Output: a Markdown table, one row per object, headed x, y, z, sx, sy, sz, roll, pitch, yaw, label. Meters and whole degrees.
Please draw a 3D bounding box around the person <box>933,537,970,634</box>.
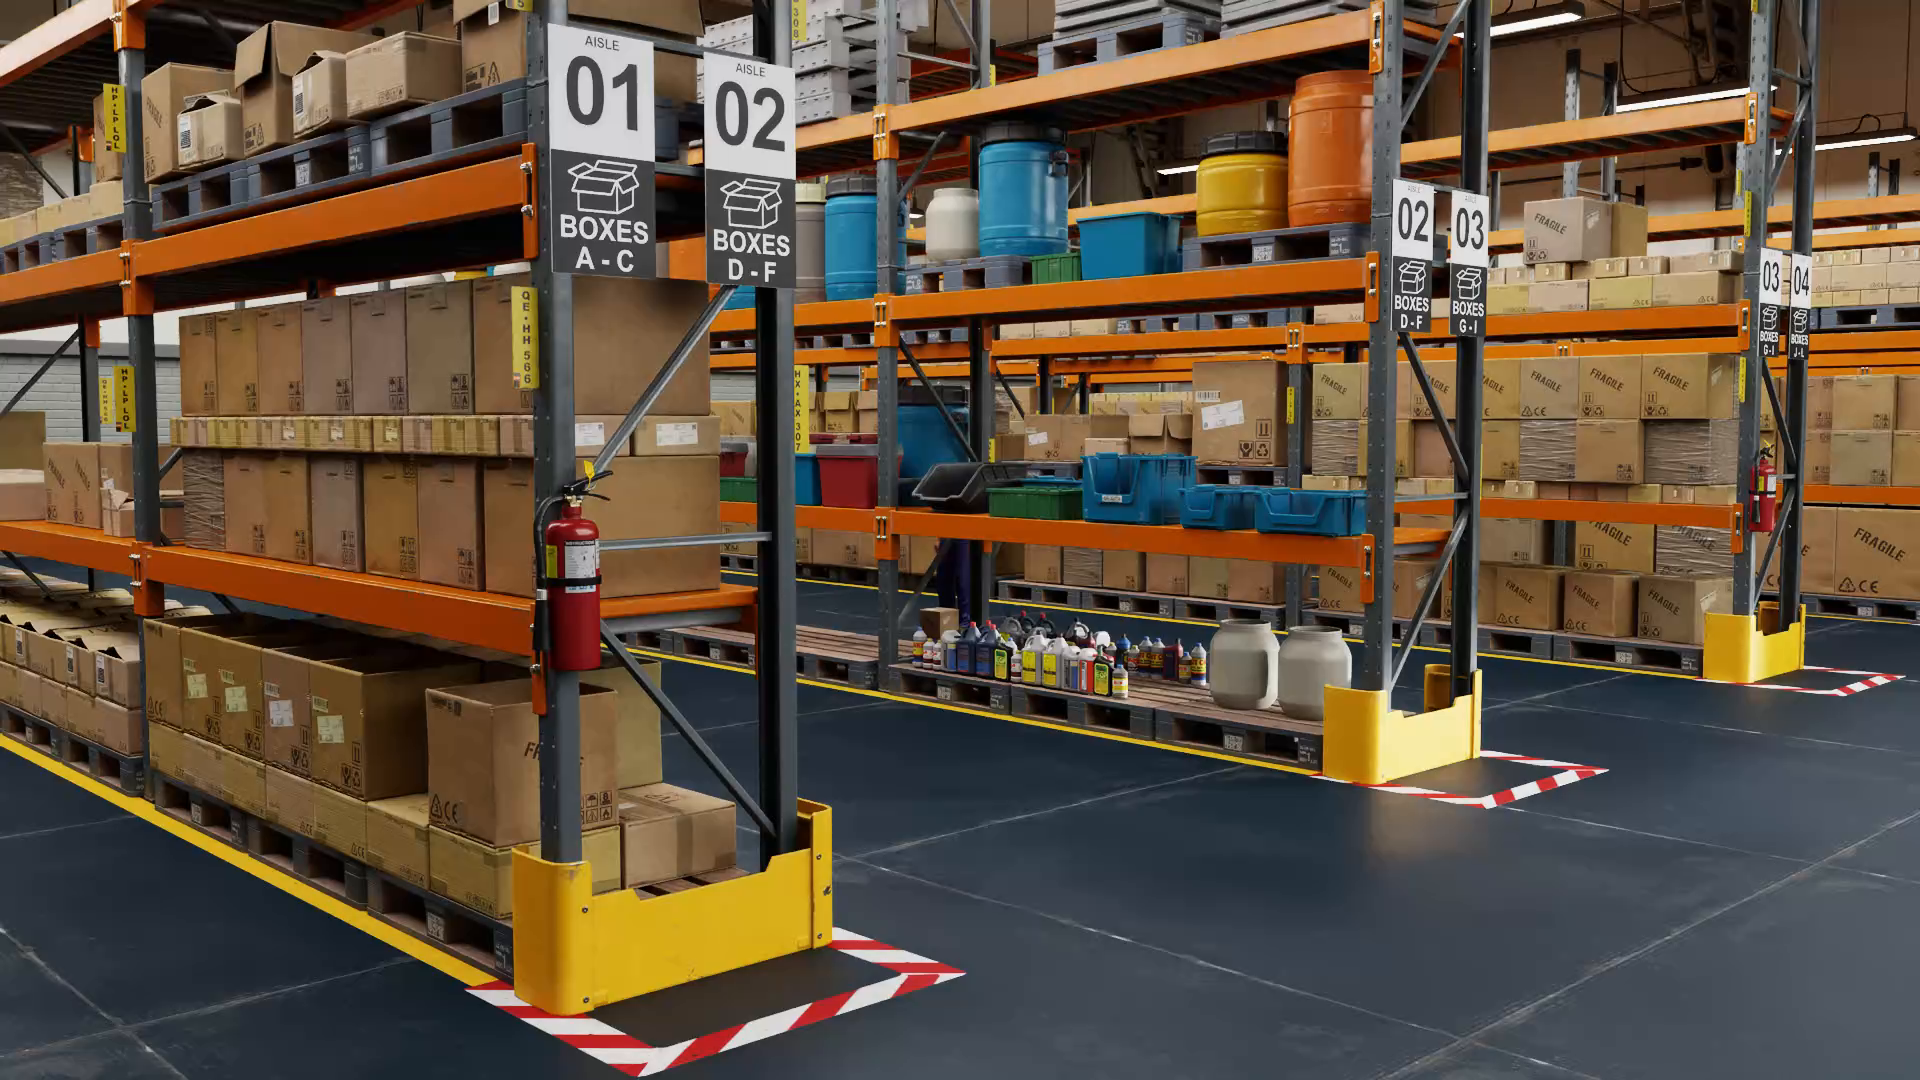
| x | y | z | sx | sy | sz | roll | pitch | yaw | label |
| --- | --- | --- | --- | --- | --- | --- | --- | --- | --- |
| -0.034 | 0.039 | 15.040 | 0.563 | 1.653 | 0.418 | 4 | 6 | 43 | person |
